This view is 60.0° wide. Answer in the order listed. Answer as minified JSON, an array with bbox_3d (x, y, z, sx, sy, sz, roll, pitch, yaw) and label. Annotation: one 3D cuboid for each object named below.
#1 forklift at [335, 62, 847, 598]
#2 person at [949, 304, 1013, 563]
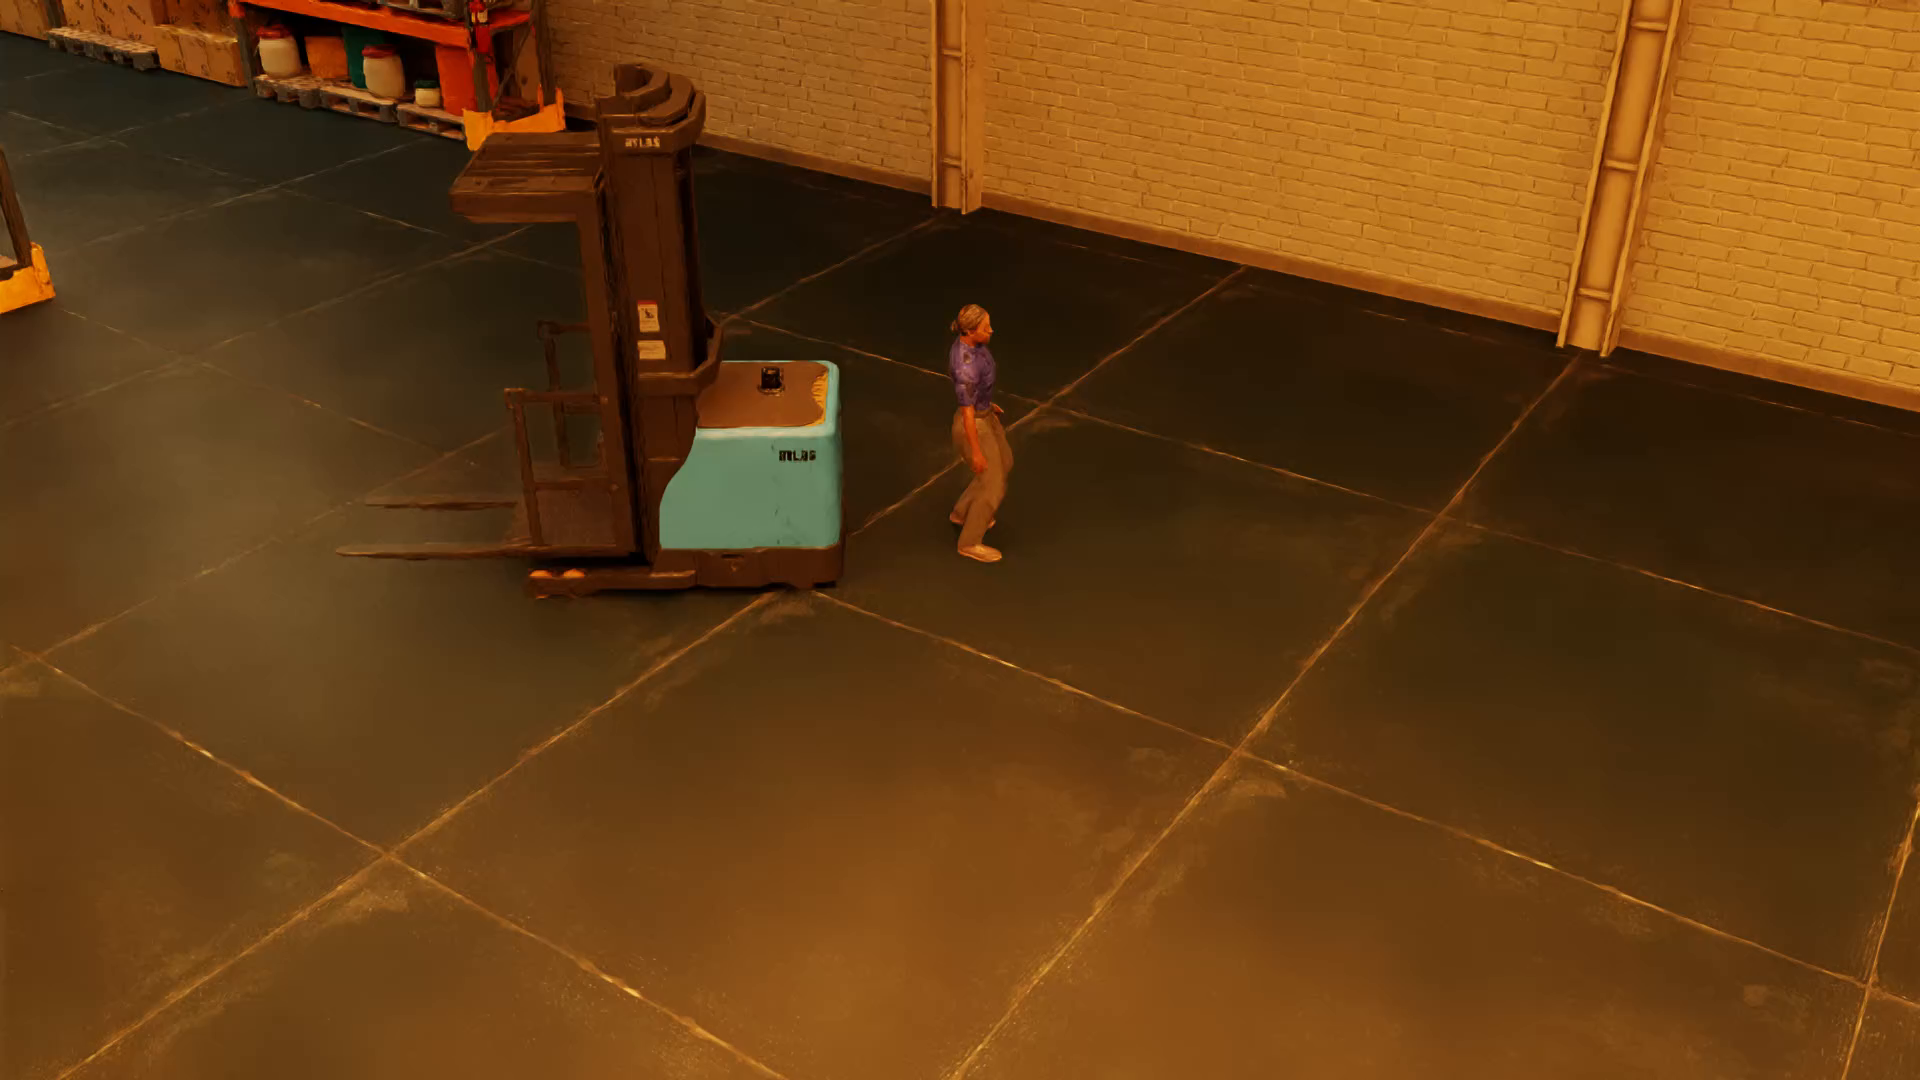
[{"bbox_3d":[-2.232,-1.192,9.634,3.031,2.935,1.130,-1,30,-2],"label":"forklift"},{"bbox_3d":[0.121,-0.683,10.088,0.398,1.597,0.667,2,30,3],"label":"person"}]
